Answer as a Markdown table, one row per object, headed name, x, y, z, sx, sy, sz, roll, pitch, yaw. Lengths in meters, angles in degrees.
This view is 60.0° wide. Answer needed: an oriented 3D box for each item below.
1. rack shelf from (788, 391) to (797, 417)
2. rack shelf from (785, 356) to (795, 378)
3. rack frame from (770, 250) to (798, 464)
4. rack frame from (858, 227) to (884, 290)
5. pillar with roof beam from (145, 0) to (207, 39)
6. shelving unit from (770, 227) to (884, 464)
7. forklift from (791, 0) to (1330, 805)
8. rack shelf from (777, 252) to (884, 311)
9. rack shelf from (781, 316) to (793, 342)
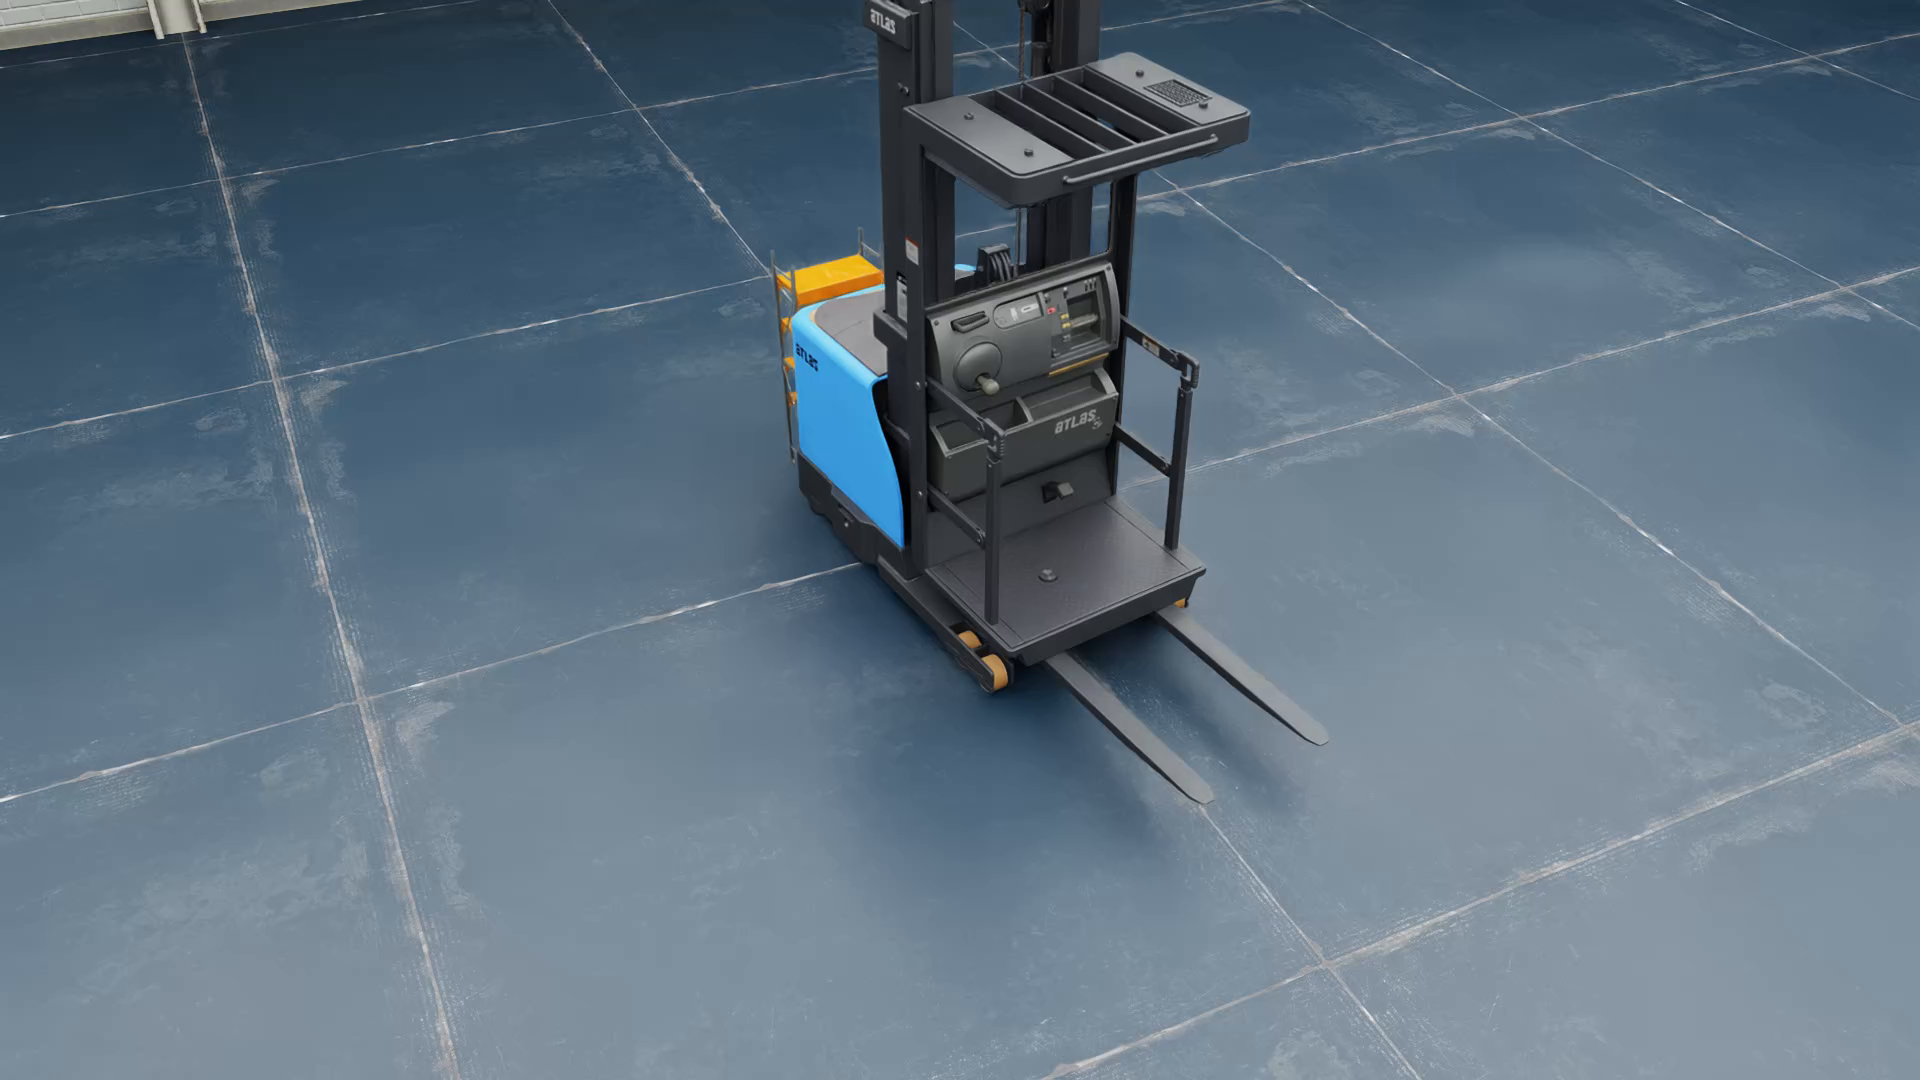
| name | x | y | z | sx | sy | sz | roll | pitch | yaw |
| --- | --- | --- | --- | --- | --- | --- | --- | --- | --- |
| rack shelf | -0.632 | -0.722 | 8.652 | 0.480 | 0.148 | 0.258 | -20 | 38 | -24 |
| rack shelf | -0.637 | -0.887 | 8.540 | 0.480 | 0.148 | 0.258 | -20 | 38 | -24 |
| rack frame | -0.849 | -0.868 | 8.402 | 0.015 | 1.200 | 0.240 | -20 | 38 | -24 |
| rack frame | -0.430 | -1.017 | 8.603 | 0.015 | 1.200 | 0.240 | -20 | 38 | -24 |
| pillar with roof beam | -4.764 | -5.609 | 8.258 | 0.400 | 9.000 | 9.100 | -16 | 39 | -20 |
| shelving unit | -0.639 | -0.943 | 8.503 | 0.503 | 1.200 | 0.258 | -20 | 38 | -24 |
| forklift | 0.404 | -0.830 | 6.908 | 1.130 | 2.935 | 3.031 | -21 | 42 | -26 |
| rack shelf | -0.649 | -1.268 | 8.283 | 0.480 | 0.148 | 0.258 | -20 | 38 | -24 |
| rack shelf | -0.643 | -1.072 | 8.415 | 0.480 | 0.148 | 0.258 | -20 | 38 | -24 |
